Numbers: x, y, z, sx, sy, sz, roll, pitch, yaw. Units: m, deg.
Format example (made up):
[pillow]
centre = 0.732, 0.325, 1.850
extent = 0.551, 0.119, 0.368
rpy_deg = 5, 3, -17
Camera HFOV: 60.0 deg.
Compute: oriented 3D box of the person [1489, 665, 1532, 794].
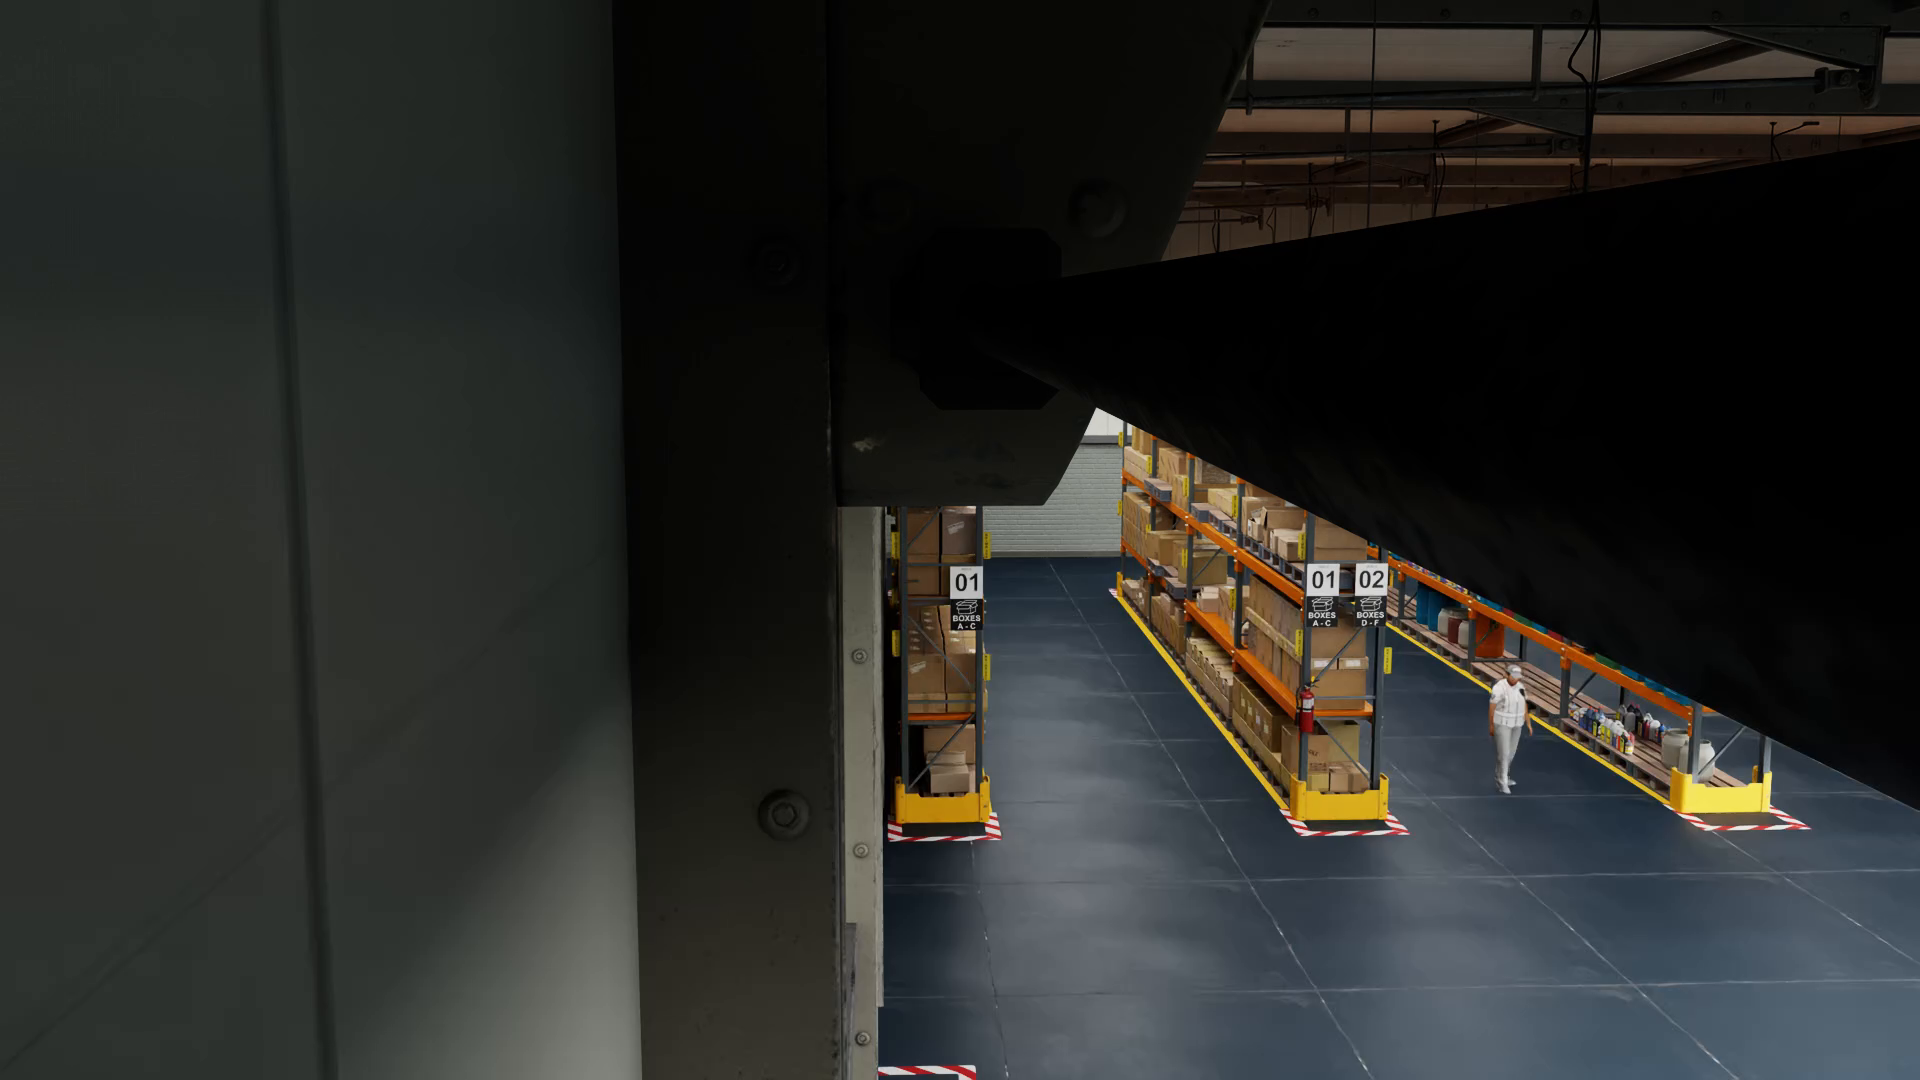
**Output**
[person]
centre = 7.225, 2.469, 21.896
extent = 0.524, 1.715, 0.540
rpy_deg = -3, 8, -19
